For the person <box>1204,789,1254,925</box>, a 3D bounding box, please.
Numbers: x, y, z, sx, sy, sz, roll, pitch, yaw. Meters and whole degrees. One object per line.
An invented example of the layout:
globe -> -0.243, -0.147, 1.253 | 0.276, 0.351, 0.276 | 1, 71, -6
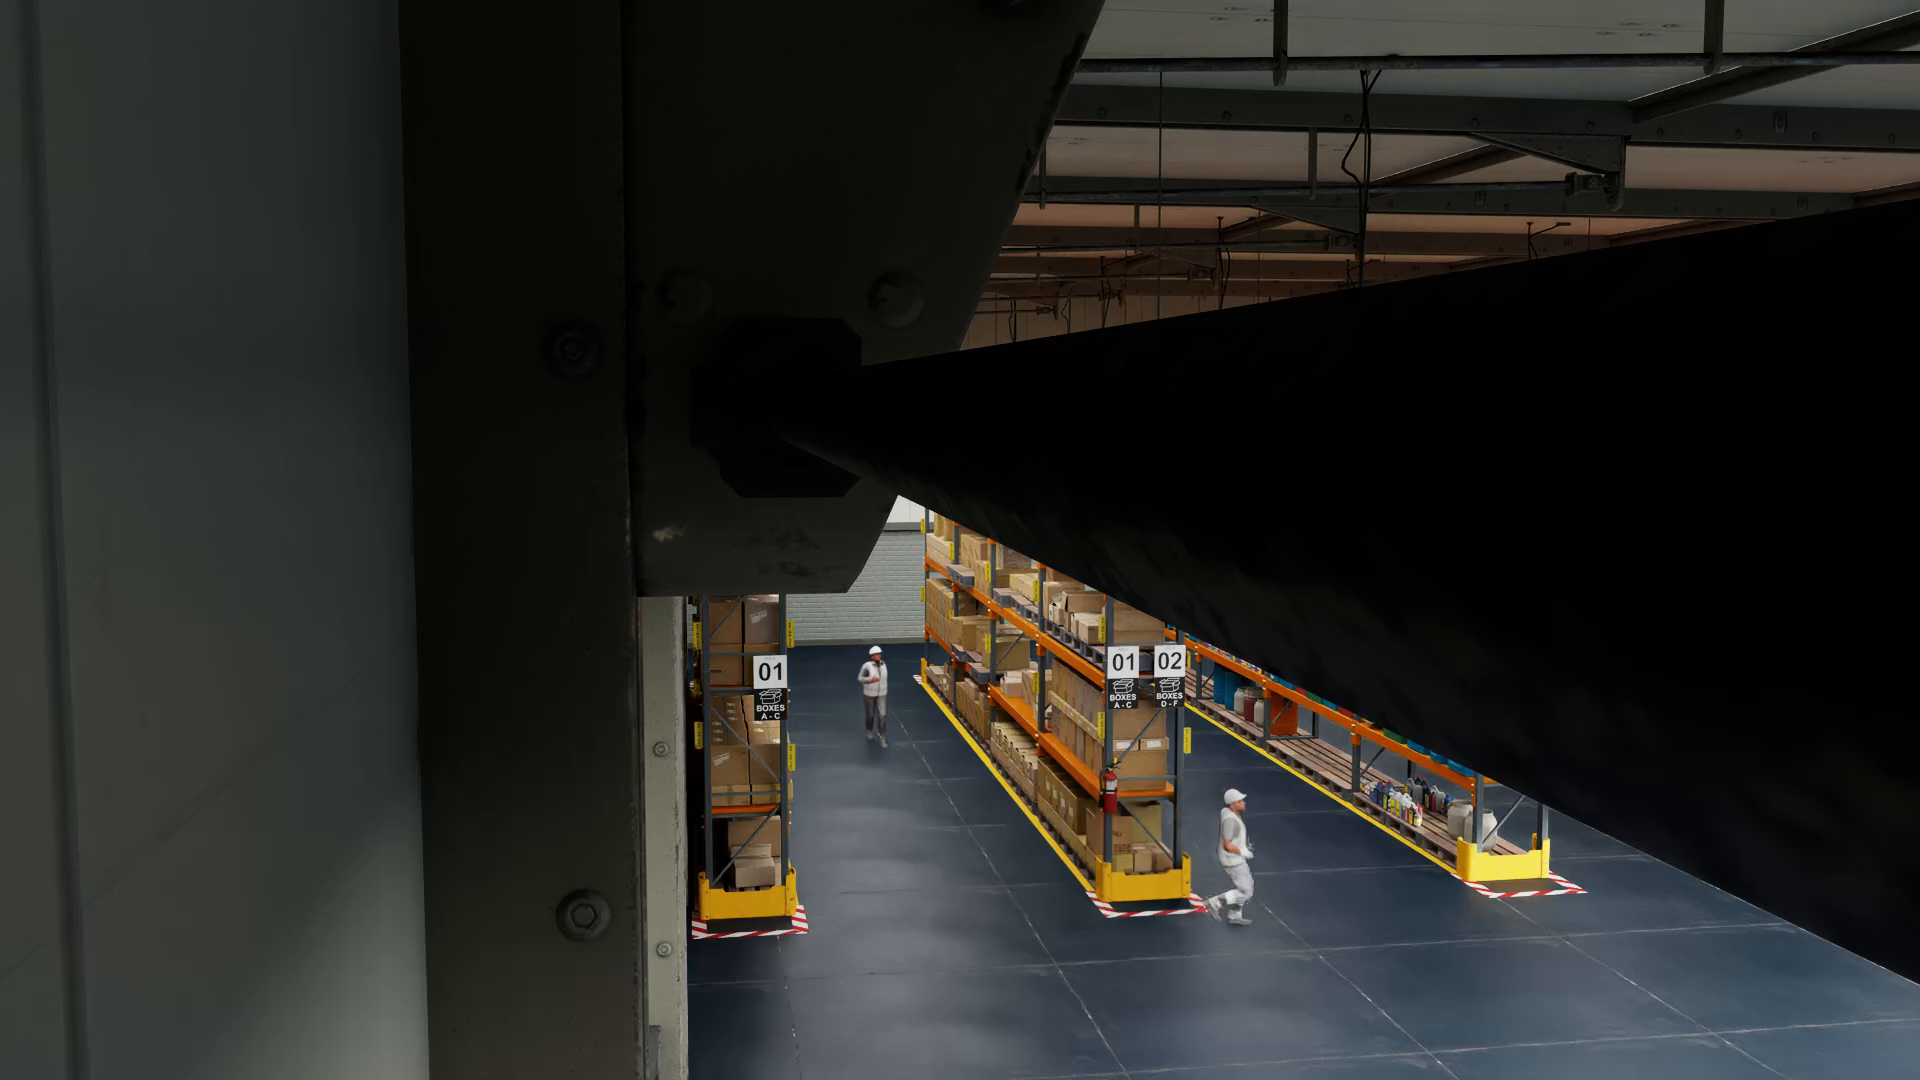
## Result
person -> 3.185, 3.764, 19.626 | 0.604, 1.709, 0.671 | 0, 5, 3

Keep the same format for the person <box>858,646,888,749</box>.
person -> -1.563, 2.815, 29.991 | 0.625, 1.830, 0.820 | -2, 5, -22
